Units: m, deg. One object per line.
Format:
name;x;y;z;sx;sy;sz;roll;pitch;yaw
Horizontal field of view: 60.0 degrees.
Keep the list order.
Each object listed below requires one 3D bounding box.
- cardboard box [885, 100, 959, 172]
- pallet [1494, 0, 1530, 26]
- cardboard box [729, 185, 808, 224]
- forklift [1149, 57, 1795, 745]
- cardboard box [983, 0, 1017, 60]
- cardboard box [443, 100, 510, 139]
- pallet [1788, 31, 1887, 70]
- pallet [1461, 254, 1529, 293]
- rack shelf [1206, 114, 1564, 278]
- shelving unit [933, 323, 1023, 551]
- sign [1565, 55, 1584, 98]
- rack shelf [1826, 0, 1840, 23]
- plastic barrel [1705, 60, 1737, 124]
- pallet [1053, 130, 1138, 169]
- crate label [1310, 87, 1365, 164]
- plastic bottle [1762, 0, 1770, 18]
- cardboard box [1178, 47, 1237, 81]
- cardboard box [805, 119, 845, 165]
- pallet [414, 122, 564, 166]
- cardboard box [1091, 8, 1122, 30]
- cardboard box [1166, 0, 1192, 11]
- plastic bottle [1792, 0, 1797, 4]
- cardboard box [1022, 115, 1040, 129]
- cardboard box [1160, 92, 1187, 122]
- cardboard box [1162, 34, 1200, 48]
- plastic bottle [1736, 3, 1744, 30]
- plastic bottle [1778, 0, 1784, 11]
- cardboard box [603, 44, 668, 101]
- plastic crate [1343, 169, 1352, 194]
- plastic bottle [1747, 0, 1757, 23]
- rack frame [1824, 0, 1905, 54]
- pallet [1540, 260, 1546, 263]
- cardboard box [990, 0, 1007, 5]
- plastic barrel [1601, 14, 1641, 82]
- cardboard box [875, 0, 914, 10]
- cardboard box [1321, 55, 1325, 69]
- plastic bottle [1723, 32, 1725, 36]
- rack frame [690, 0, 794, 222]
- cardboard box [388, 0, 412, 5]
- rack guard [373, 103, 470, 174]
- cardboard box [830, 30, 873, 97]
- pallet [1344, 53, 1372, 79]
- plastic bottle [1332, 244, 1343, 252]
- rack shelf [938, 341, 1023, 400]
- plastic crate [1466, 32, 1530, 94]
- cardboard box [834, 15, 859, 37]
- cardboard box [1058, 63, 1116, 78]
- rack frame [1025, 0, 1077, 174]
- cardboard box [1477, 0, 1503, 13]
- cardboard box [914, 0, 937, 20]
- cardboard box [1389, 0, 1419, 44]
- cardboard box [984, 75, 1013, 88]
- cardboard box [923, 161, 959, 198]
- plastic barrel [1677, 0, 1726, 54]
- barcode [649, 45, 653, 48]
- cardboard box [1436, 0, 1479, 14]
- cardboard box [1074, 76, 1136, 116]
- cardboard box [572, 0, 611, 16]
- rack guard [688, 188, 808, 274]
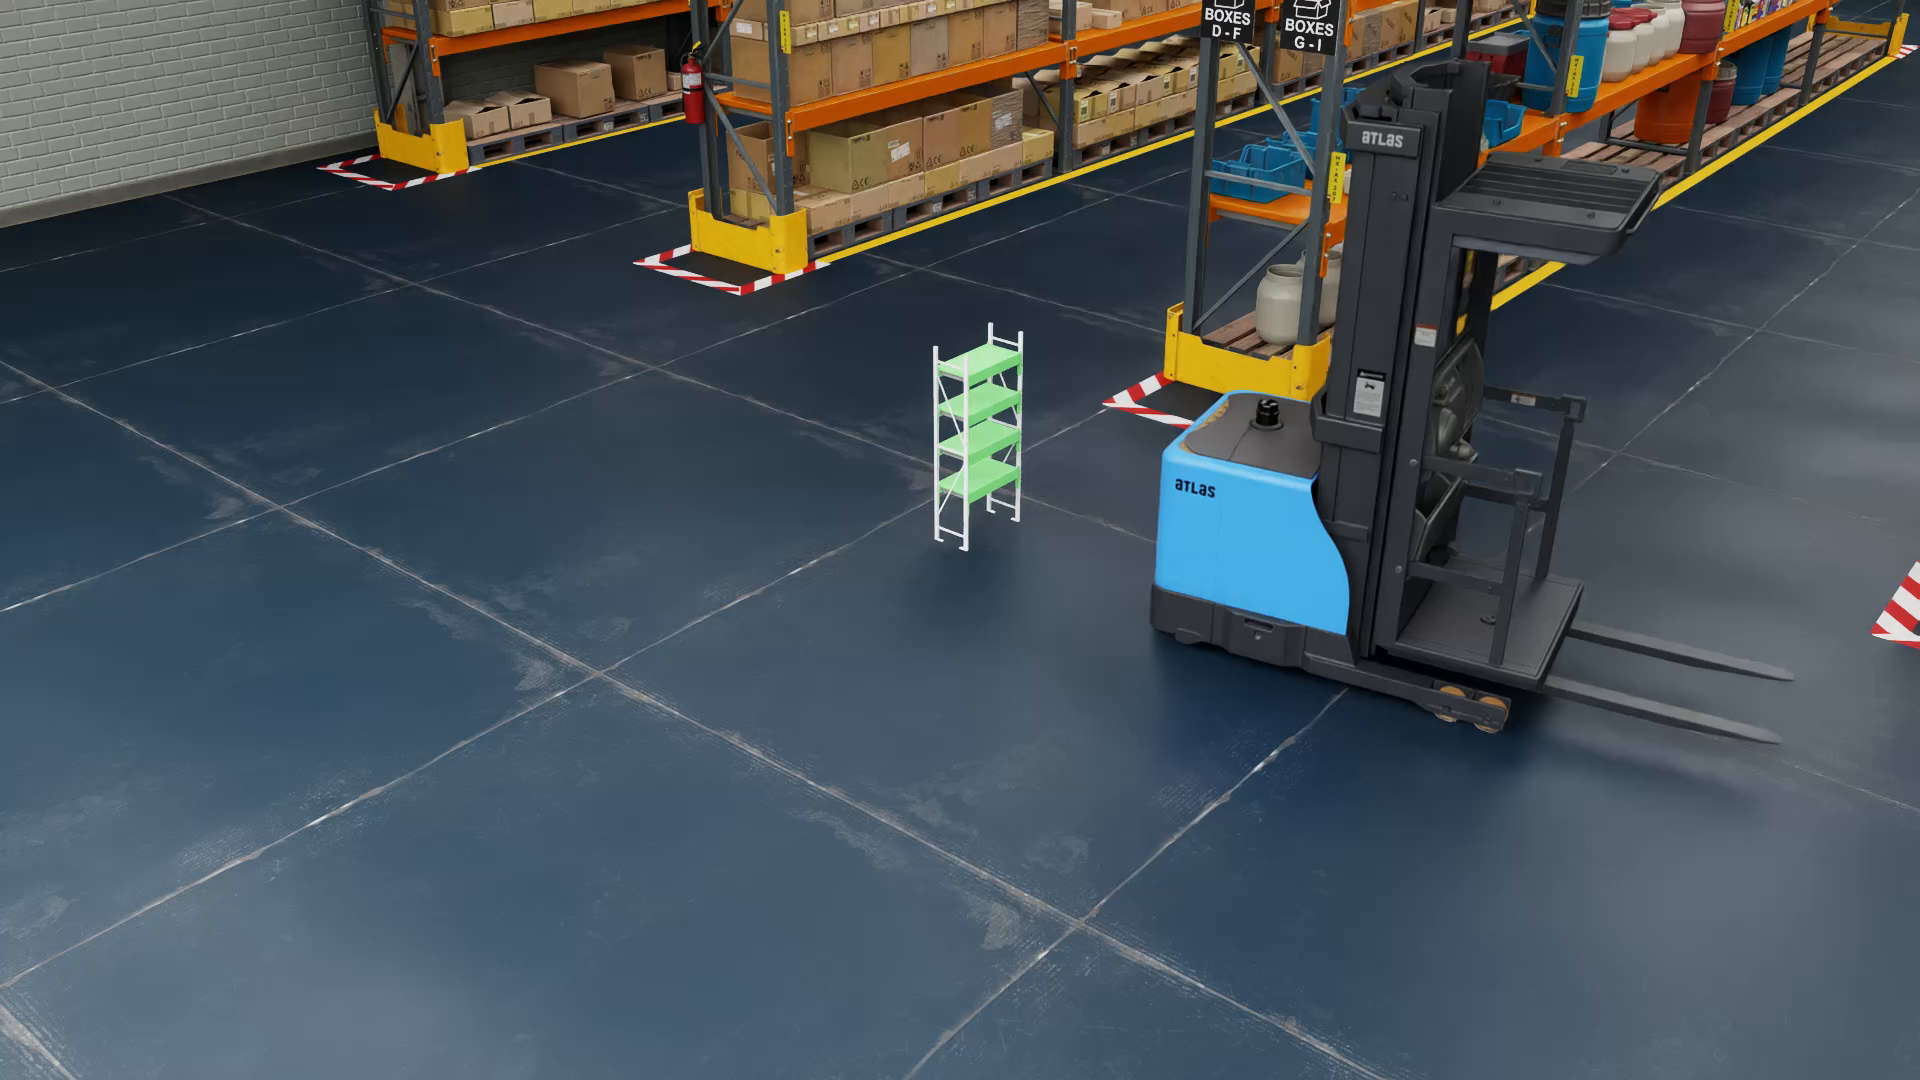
cardboard box;-0.356;-3.768;15.488;0.500;0.500;0.500;21;34;34
pallet;7.798;-7.937;24.864;1.003;0.211;1.213;21;34;34
cardboard box;-1.711;-3.055;14.926;0.500;0.250;0.500;21;34;34
forklift;2.538;-0.659;7.835;3.031;2.935;1.130;14;31;26
cardboard box;0.112;-4.928;15.902;0.700;0.500;0.500;20;34;34
cardboard box;-5.140;-4.480;17.592;0.500;0.311;0.500;17;32;29
pallet;11.618;-6.517;22.119;1.003;0.211;1.213;21;34;34
pallet;4.080;-2.318;14.001;1.003;0.211;1.213;21;34;34
rack shelf;3.267;-2.754;12.591;1.077;0.370;4.000;21;34;34
shelving unit;0.105;-0.592;9.588;0.258;1.200;0.503;21;34;34
sign;4.957;-3.741;13.415;0.100;0.325;0.005;21;34;34
rack shelf;10.900;-7.008;20.816;1.077;0.370;4.000;21;34;34
plastic barrel;8.100;-4.895;18.115;0.600;0.588;0.708;21;34;34
pallet;1.158;-4.265;17.765;1.003;0.211;1.213;21;34;34
crate label;2.957;-3.111;12.462;0.502;0.435;0.616;21;34;34
plastic bottle;8.491;-5.696;17.631;0.152;0.276;0.135;21;34;34
cardboard box;2.795;-5.420;18.888;0.500;0.311;0.500;20;34;34
cardboard box;-1.088;-3.747;15.449;0.500;0.500;0.500;21;34;34
pallet;-5.057;-4.326;17.882;1.003;0.211;1.213;21;34;34
cardboard box;1.441;-5.374;17.147;0.380;0.149;0.250;21;34;34
cardboard box;2.209;-6.094;18.157;0.500;0.500;0.500;19;33;32
plastic bottle;9.178;-6.110;18.349;0.144;0.351;0.185;21;34;34
cardboard box;0.760;-4.428;17.581;0.500;0.250;0.500;20;34;34
cardboard box;2.145;-4.813;18.324;0.500;0.250;0.500;22;34;35
cardboard box;2.704;-5.764;19.553;0.500;0.311;0.500;22;35;36
plastic bottle;7.903;-5.368;16.998;0.152;0.276;0.135;21;34;34
plastic bottle;8.841;-5.891;18.008;0.152;0.276;0.135;21;34;34
cardboard box;-3.734;-5.383;19.133;0.500;0.500;0.500;18;32;31
plastic crate;2.813;-2.470;11.548;0.298;0.136;0.250;21;34;34
plastic bottle;8.229;-5.529;17.312;0.097;0.271;0.097;0;27;0
rack frame;12.172;-8.037;22.021;1.000;3.000;0.127;21;34;34
pallet;5.009;-2.834;14.998;1.003;0.211;1.213;21;34;34
cardboard box;0.222;-5.131;15.589;0.380;0.149;0.250;21;34;34
plastic barrel;5.784;-4.378;14.800;0.433;0.535;0.433;0;27;0
cardboard box;-0.834;-4.981;14.594;0.700;0.500;0.500;21;34;35
cardboard box;4.426;-6.176;20.666;0.500;0.500;0.500;20;34;34
plastic bottle;7.609;-5.204;16.681;0.152;0.276;0.135;21;34;34
rack frame;-1.824;-3.813;13.856;1.000;3.000;0.127;21;34;34
cardboard box;-5.513;-5.764;16.953;0.500;0.500;0.500;20;34;34
rack guard;-5.601;-4.176;17.279;1.175;0.500;0.348;21;34;34
cardboard box;-1.187;-4.207;14.509;0.700;0.500;0.500;22;34;36
pallet;4.544;-6.095;21.303;1.003;0.211;1.213;21;34;34
plastic bottle;3.007;-2.210;13.244;0.152;0.276;0.135;21;34;35
rack shelf;0.105;-0.961;9.397;0.258;0.148;0.480;21;34;34
plastic crate;4.612;-4.072;14.287;0.402;0.464;0.583;21;34;34
cardboard box;-1.083;-4.404;14.184;0.380;0.149;0.250;21;34;35
cardboard box;1.402;-5.036;18.145;0.500;0.311;0.500;21;34;34
rack frame;0.720;-5.231;16.598;1.000;3.000;0.127;21;34;34
cardboard box;7.569;-7.867;24.207;0.500;0.250;0.500;21;34;34
cardboard box;-0.430;-4.767;14.885;0.380;0.149;0.250;21;34;35
cardboard box;5.716;-6.894;22.054;0.500;0.500;0.500;21;34;34
cardboard box;0.183;-4.457;16.820;0.500;0.500;0.500;21;34;34
cardboard box;-0.356;-3.435;15.661;0.500;0.250;0.500;21;34;34
plastic barrel;7.023;-5.008;16.018;0.600;0.536;0.708;21;34;34
barcode;-3.634;-5.784;19.559;0.001;0.075;0.075;21;34;34
cardboard box;6.999;-7.822;23.844;0.797;0.503;0.637;21;34;34
cardboard box;1.497;-4.695;17.487;0.500;0.311;0.500;20;34;34
cardboard box;-4.123;-5.828;17.892;0.500;0.250;0.500;21;34;35
rack guard;-1.840;-2.694;14.414;1.175;0.500;0.348;21;34;34
